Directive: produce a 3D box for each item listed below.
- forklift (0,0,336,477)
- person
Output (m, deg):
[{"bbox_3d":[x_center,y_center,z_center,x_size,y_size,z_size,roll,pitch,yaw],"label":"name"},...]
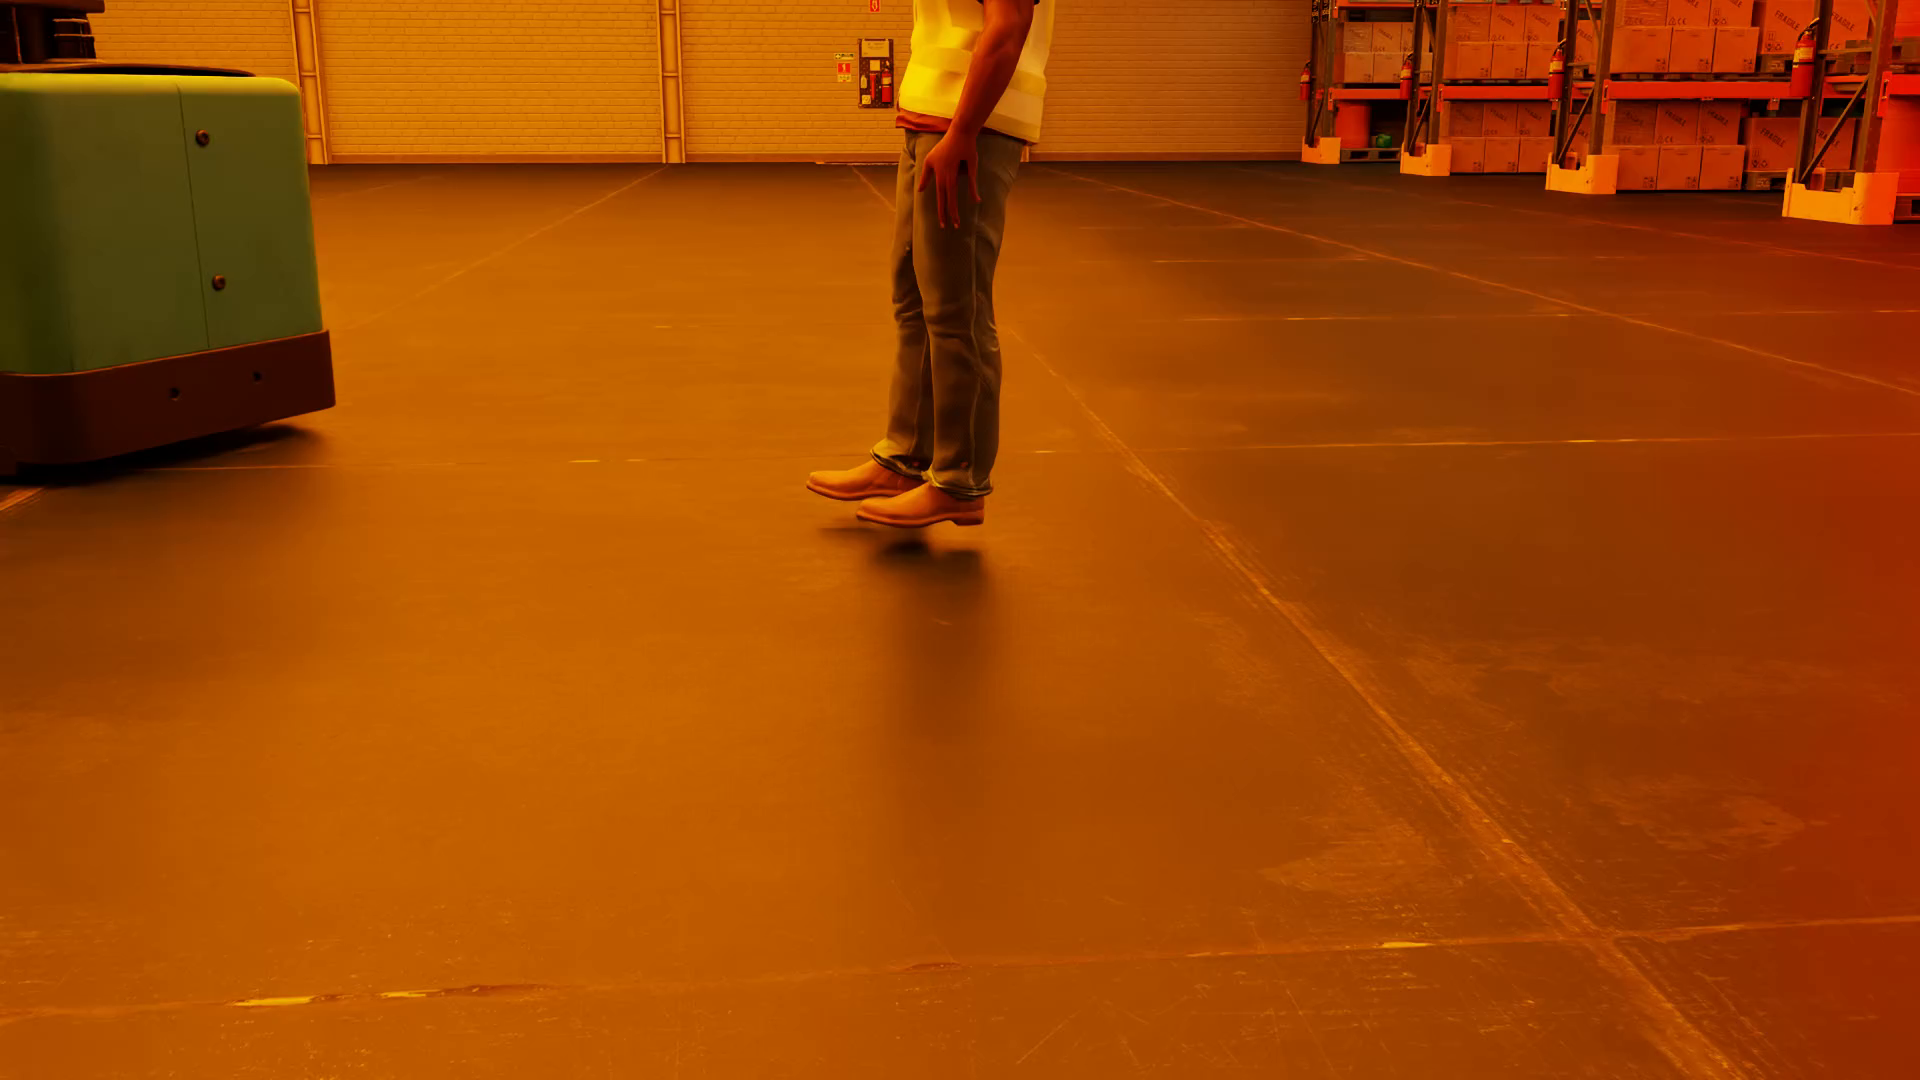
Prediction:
[{"bbox_3d":[-3.544,-1.811,5.060,3.031,2.935,1.130,6,16,22],"label":"forklift"},{"bbox_3d":[-0.070,-0.897,3.699,0.574,1.761,0.665,-1,15,-5],"label":"person"}]
